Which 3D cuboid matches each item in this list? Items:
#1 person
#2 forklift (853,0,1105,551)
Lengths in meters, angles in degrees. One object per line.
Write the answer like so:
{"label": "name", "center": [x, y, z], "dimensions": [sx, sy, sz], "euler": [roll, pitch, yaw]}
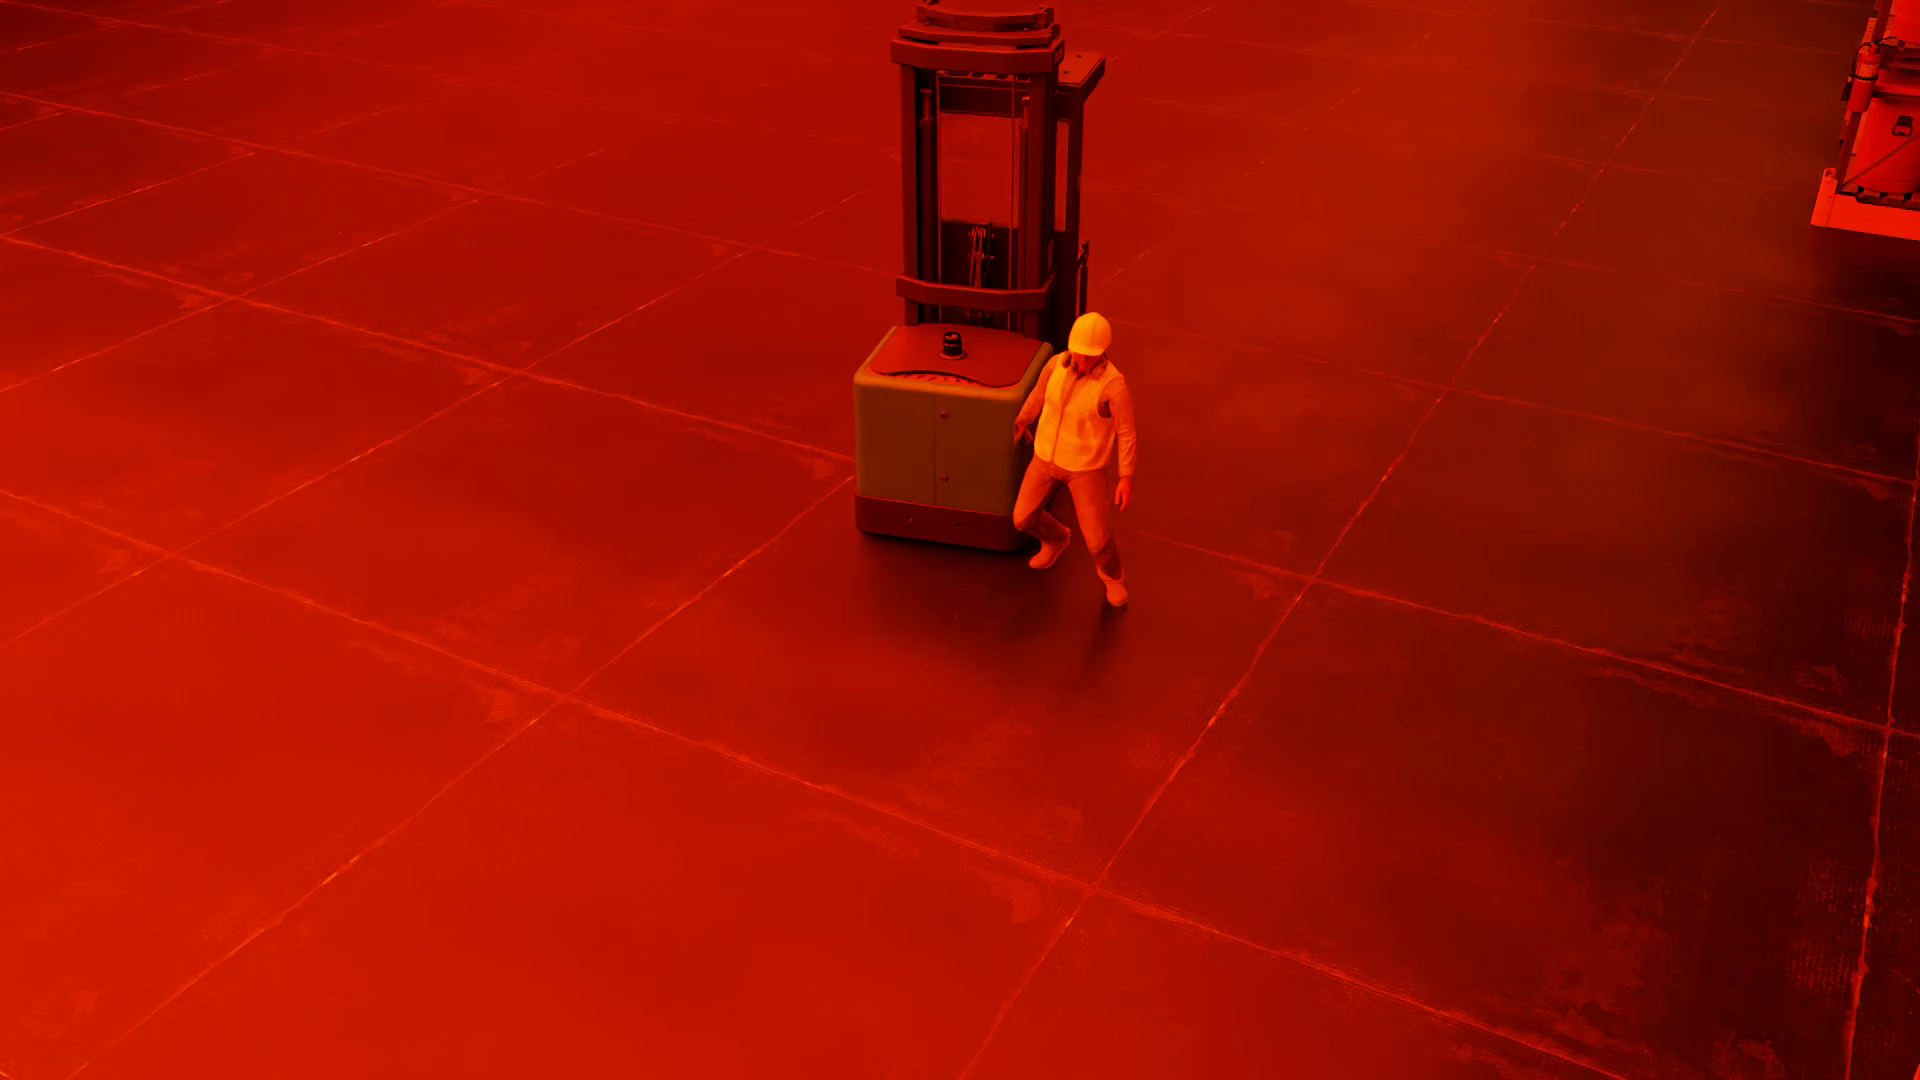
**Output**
{"label": "person", "center": [0.613, -0.488, 9.168], "dimensions": [0.870, 1.689, 0.470], "euler": [23, 37, 34]}
{"label": "forklift", "center": [0.251, -1.927, 10.409], "dimensions": [1.130, 2.935, 3.031], "euler": [8, 31, 13]}
